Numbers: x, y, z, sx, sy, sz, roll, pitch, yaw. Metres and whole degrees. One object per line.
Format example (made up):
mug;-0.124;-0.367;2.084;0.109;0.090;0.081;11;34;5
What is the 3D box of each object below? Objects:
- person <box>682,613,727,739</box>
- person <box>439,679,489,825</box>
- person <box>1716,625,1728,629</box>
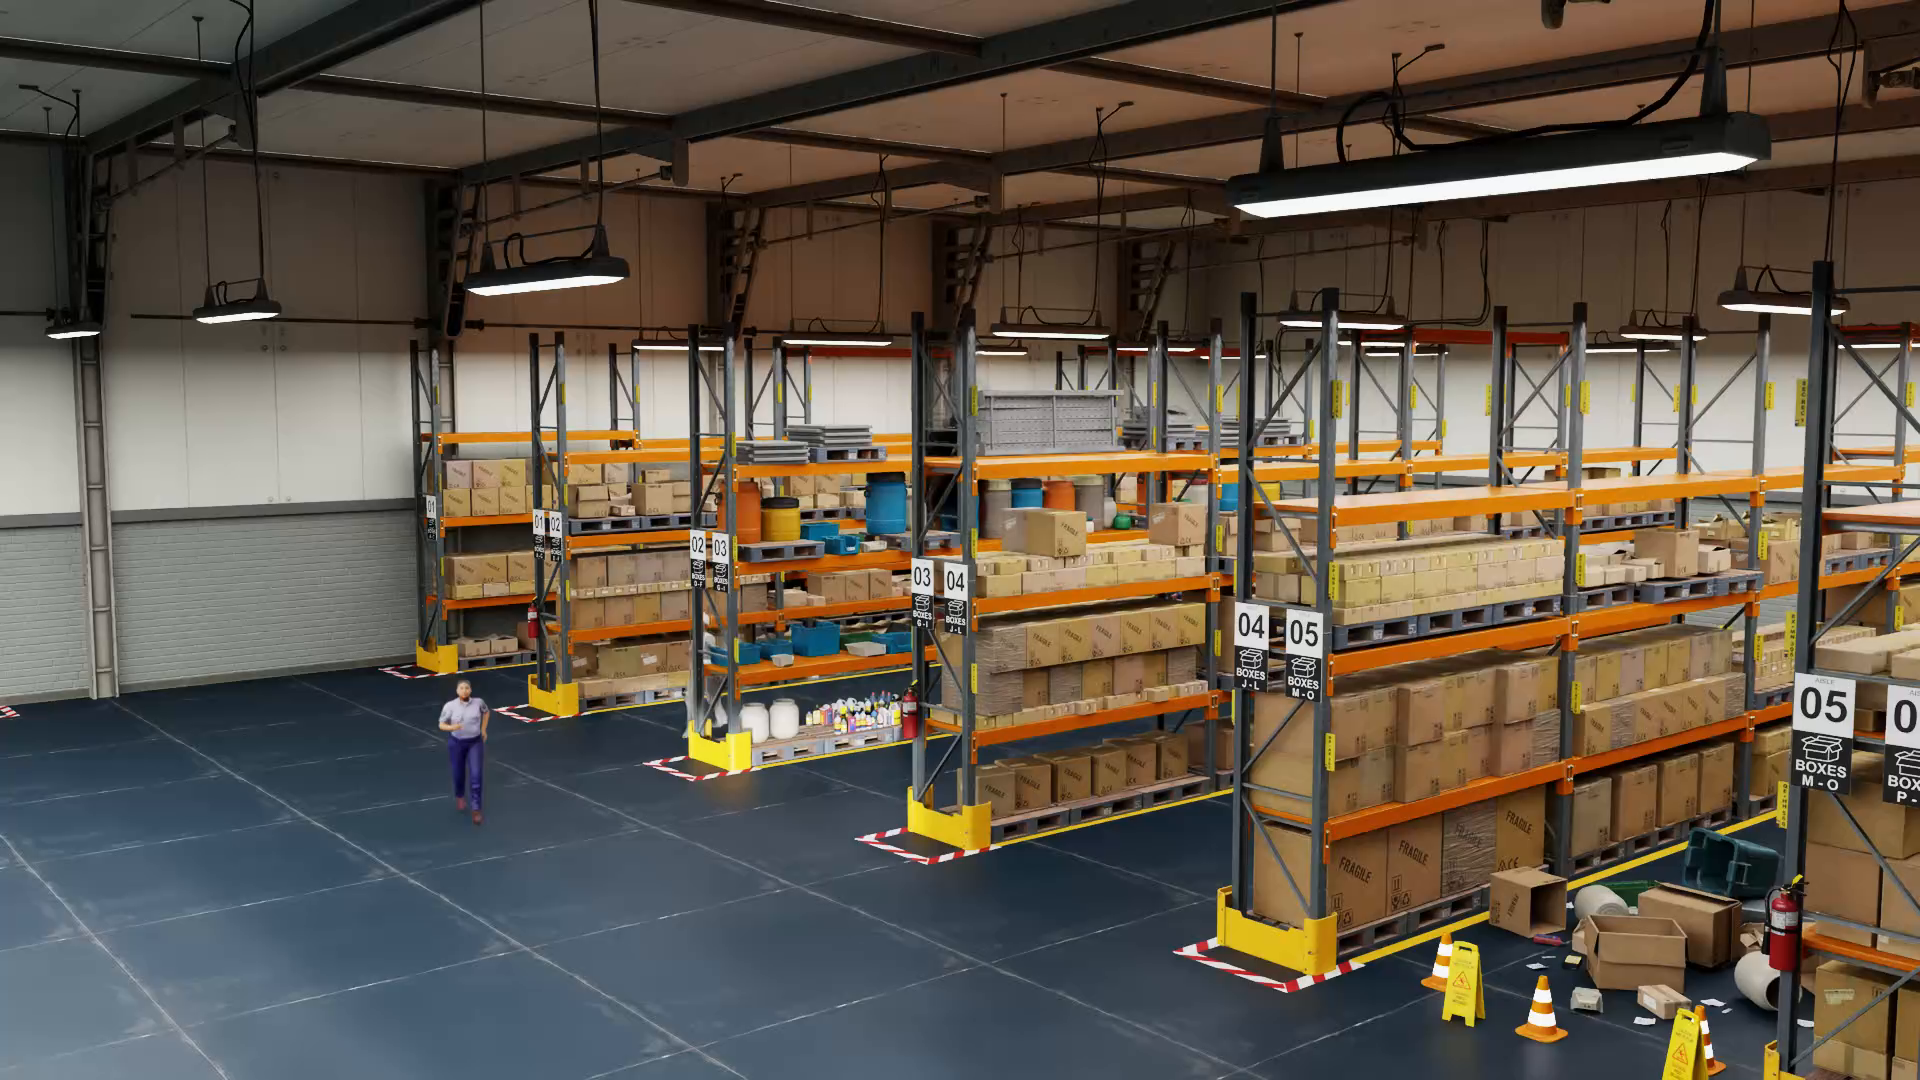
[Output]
person;-3.751;1.987;24.490;0.628;1.843;0.781;5;7;43
person;-5.912;2.490;19.878;0.598;1.672;0.874;-2;6;-20
person;11.007;2.087;24.030;0.605;1.722;0.736;-4;6;-35
